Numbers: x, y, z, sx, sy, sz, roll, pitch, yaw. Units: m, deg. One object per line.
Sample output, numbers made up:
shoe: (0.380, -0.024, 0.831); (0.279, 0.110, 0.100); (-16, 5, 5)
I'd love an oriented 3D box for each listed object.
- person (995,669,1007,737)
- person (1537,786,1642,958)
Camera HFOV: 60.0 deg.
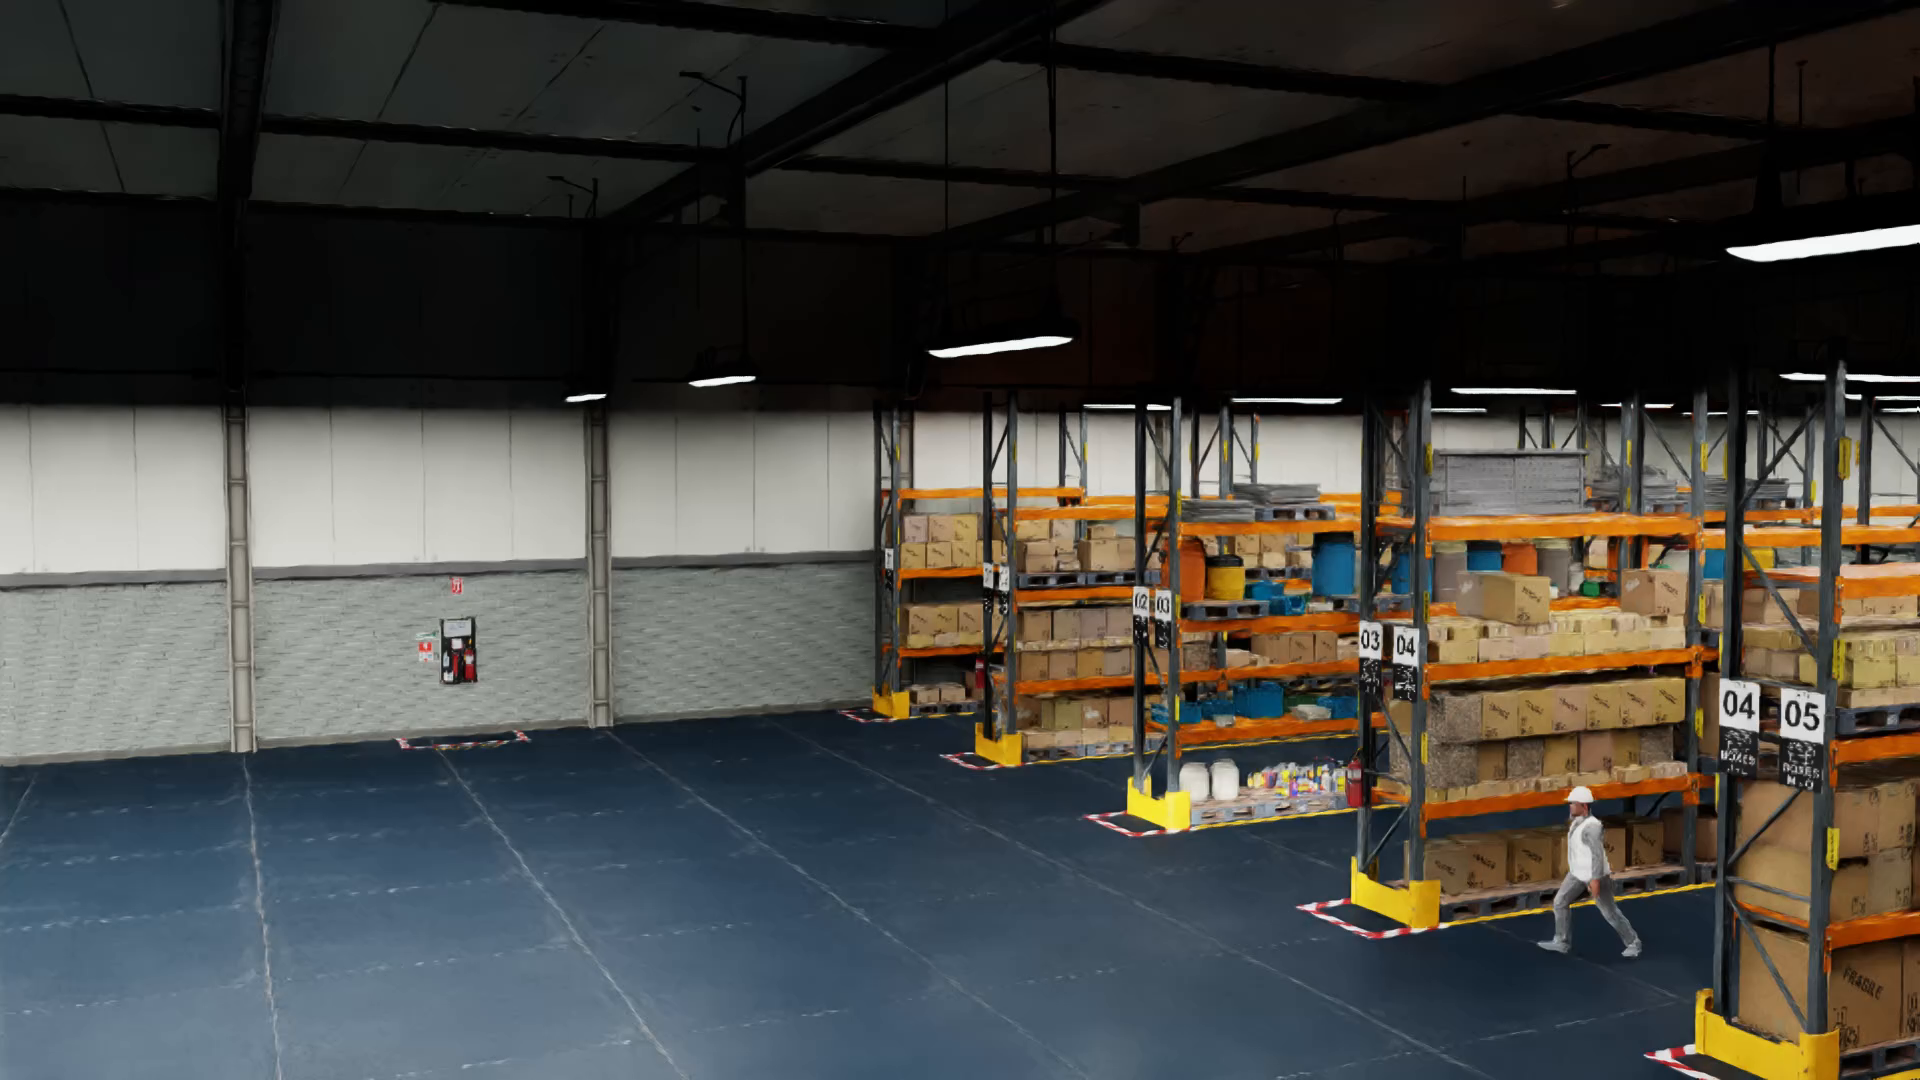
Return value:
person: (0.918, 2.645, 29.185); (0.997, 1.625, 0.500); (-2, 4, -25)
person: (6.355, 3.336, 16.711); (0.954, 1.721, 0.572); (0, 3, -4)
